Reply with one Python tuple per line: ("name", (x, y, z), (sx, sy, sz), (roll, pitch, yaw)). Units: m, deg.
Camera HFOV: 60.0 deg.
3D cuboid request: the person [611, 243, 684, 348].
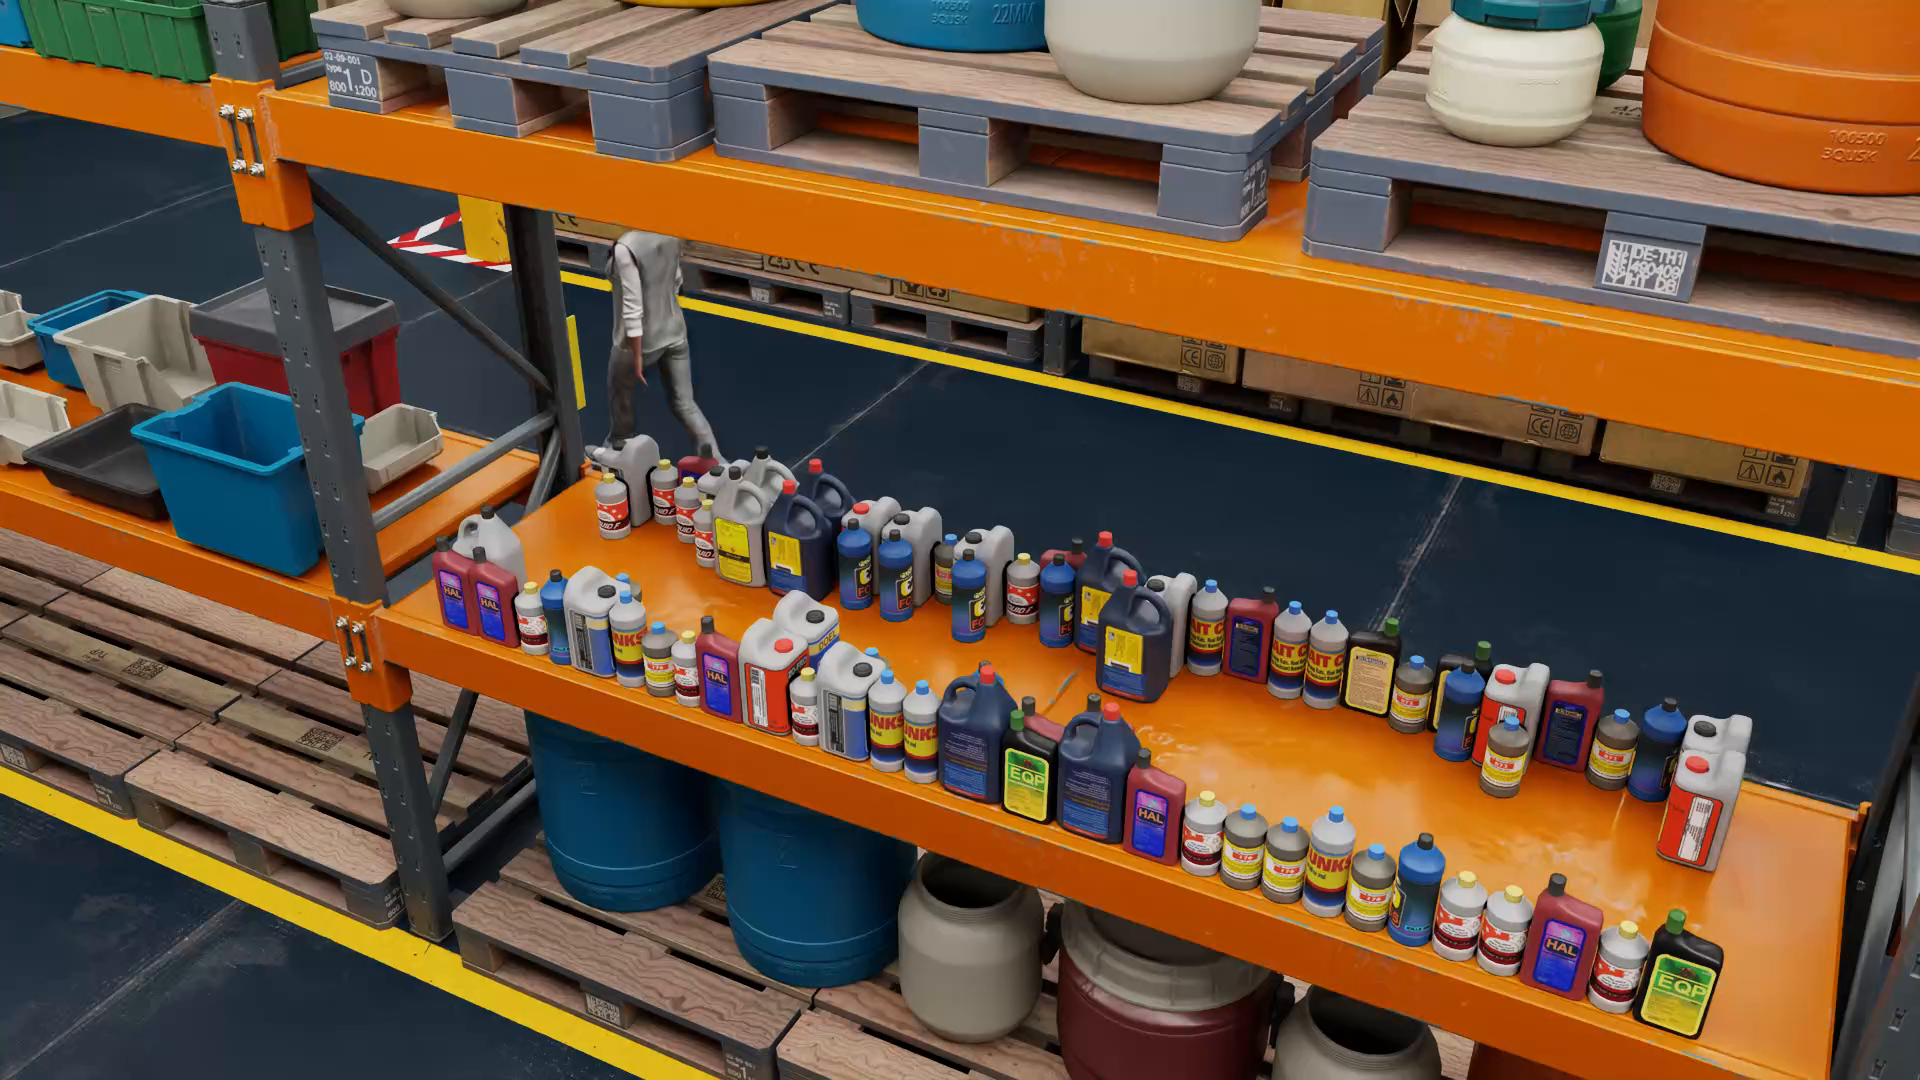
("person", (-1.423, -1.174, 7.634), (0.289, 0.538, 0.431), (24, 38, 35))
